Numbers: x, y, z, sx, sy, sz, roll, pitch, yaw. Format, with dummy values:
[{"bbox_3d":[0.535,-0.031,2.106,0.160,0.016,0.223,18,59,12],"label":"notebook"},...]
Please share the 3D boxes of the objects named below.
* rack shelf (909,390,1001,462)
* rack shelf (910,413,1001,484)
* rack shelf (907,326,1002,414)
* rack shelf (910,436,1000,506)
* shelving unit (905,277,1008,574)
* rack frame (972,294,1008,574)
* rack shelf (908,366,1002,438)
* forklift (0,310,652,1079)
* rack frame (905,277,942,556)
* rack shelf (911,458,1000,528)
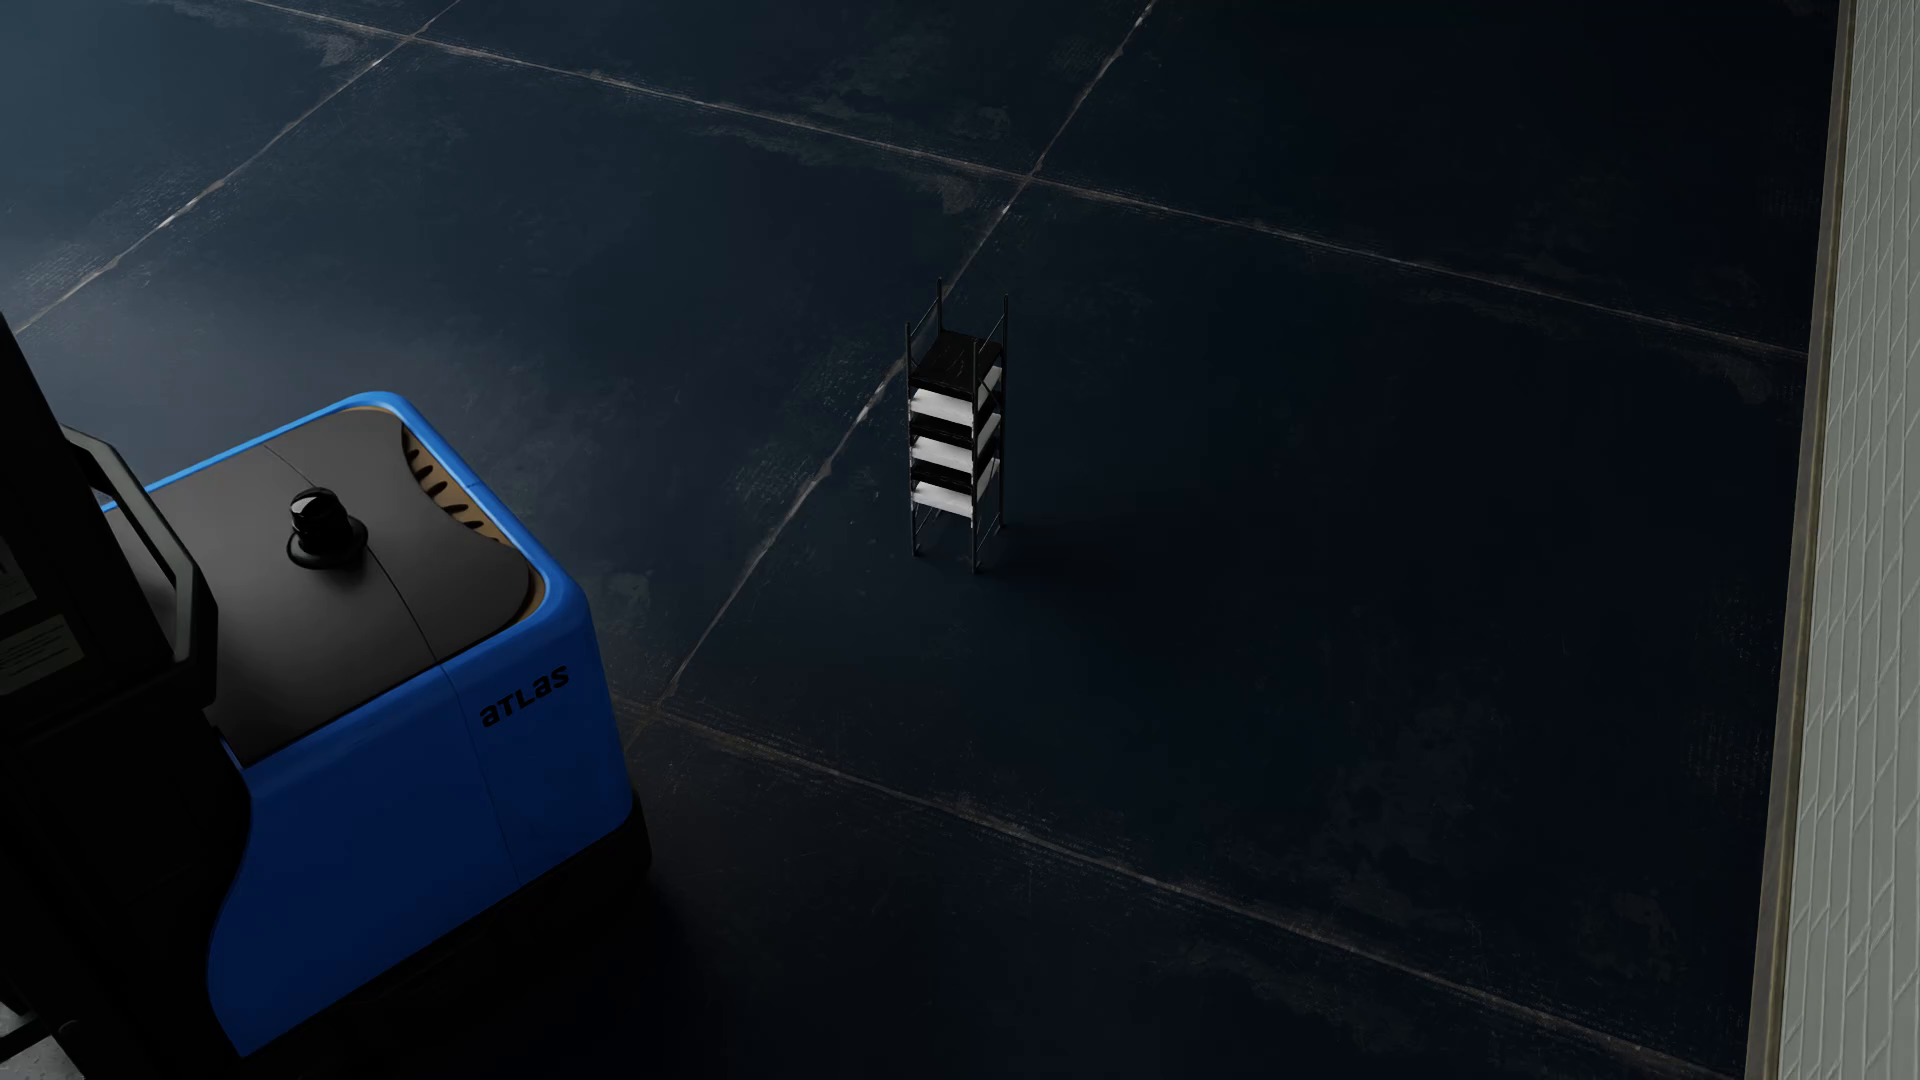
[{"bbox_3d":[-0.007,-0.361,4.895,0.200,0.077,0.258,16,47,16],"label":"rack shelf"},{"bbox_3d":[-0.007,-0.298,4.958,0.200,0.077,0.258,16,47,16],"label":"rack shelf"},{"bbox_3d":[-0.007,-0.489,4.768,0.200,0.077,0.258,16,47,16],"label":"rack shelf"},{"bbox_3d":[-0.007,-0.234,5.022,0.200,0.077,0.258,16,47,16],"label":"rack shelf"},{"bbox_3d":[-0.007,-0.321,4.935,0.210,0.900,0.258,16,47,16],"label":"shelving unit"},{"bbox_3d":[0.086,-0.294,4.907,0.006,0.900,0.240,16,47,16],"label":"rack frame"},{"bbox_3d":[-0.007,-0.425,4.831,0.200,0.077,0.258,16,47,16],"label":"rack shelf"},{"bbox_3d":[-2.256,0.252,2.918,3.031,2.935,1.130,-30,52,-27],"label":"forklift"},{"bbox_3d":[-0.101,-0.349,4.963,0.006,0.900,0.240,16,47,16],"label":"rack frame"},{"bbox_3d":[-0.007,-0.170,5.085,0.200,0.077,0.258,16,47,16],"label":"rack shelf"}]
